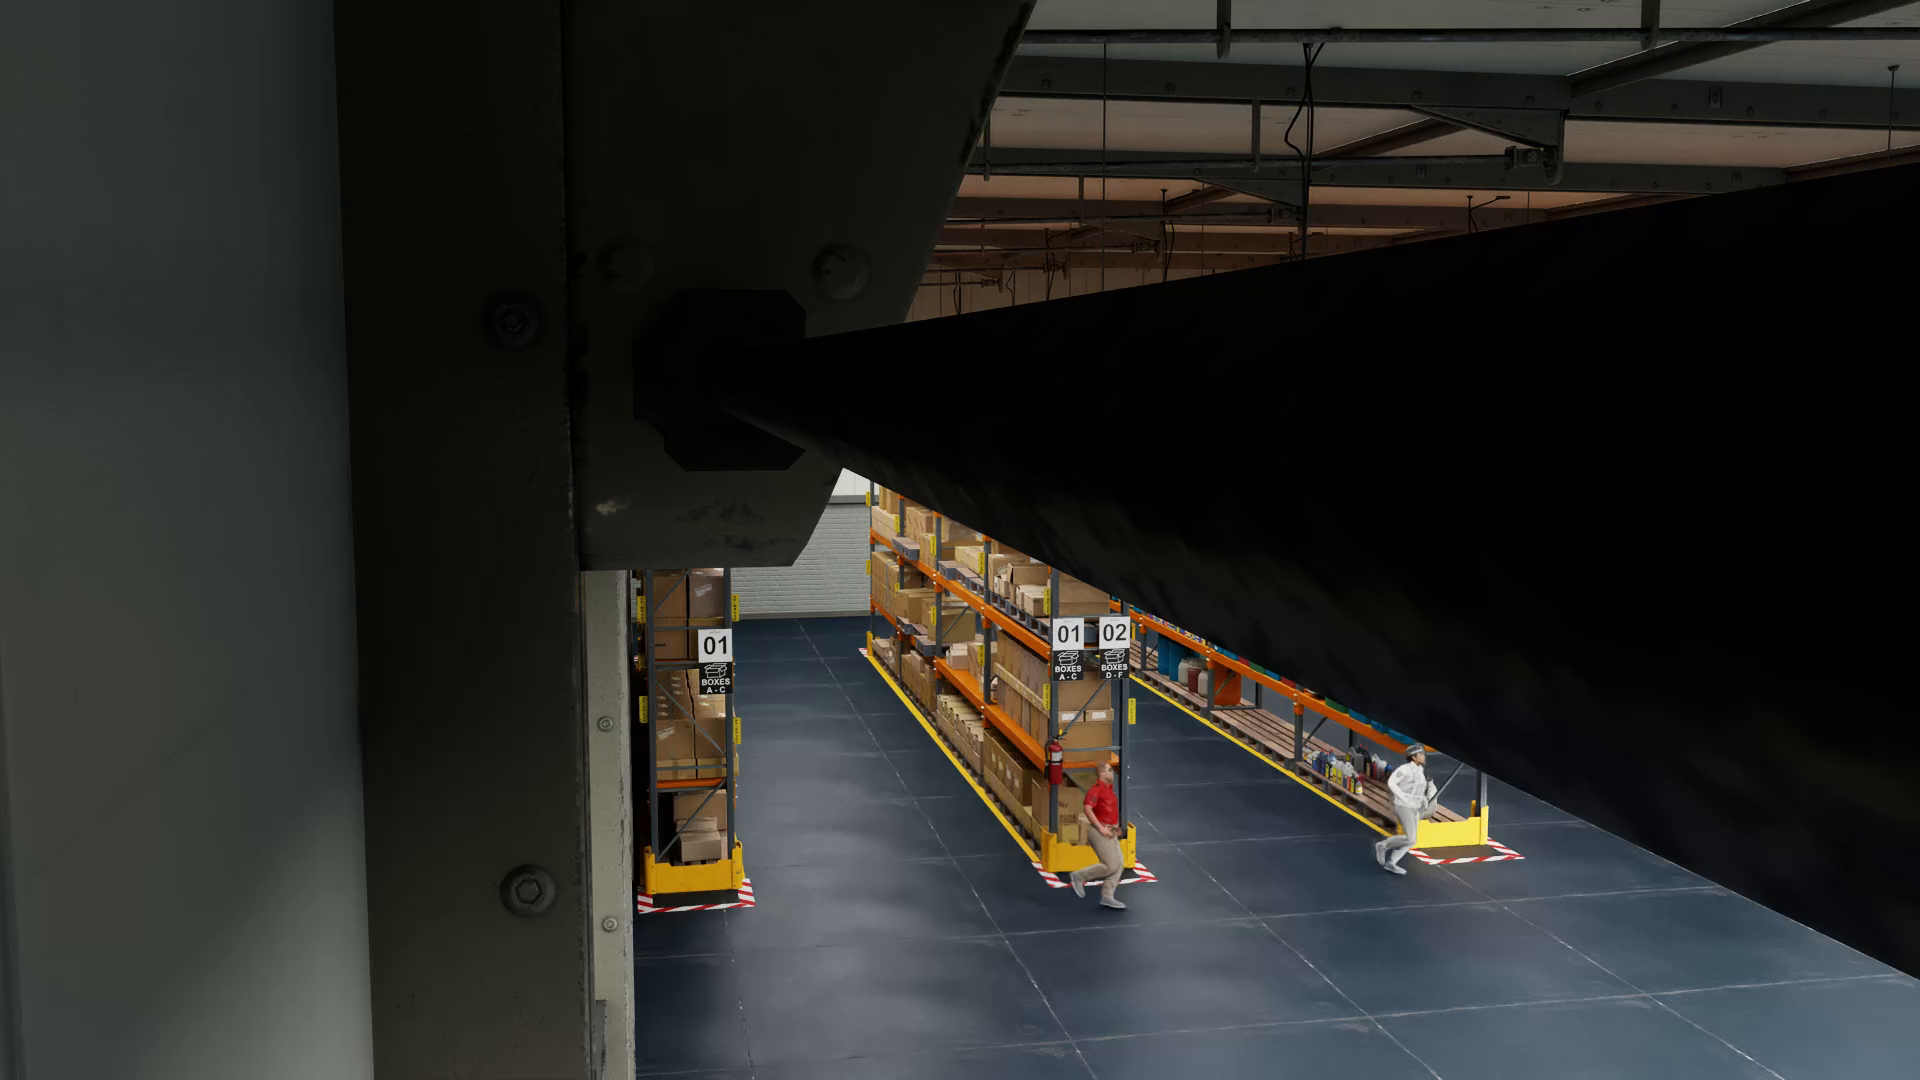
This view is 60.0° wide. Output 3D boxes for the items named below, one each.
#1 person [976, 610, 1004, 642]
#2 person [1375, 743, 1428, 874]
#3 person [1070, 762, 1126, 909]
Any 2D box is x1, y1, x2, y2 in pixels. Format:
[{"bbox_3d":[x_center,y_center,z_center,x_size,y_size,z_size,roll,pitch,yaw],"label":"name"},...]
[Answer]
[{"bbox_3d":[0.663,1.763,35.611,0.692,1.783,0.884,-2,6,-21],"label":"person"},{"bbox_3d":[5.619,3.347,20.937,0.553,1.609,0.664,6,8,43],"label":"person"},{"bbox_3d":[1.688,3.457,19.668,0.674,1.656,0.706,2,6,19],"label":"person"}]
